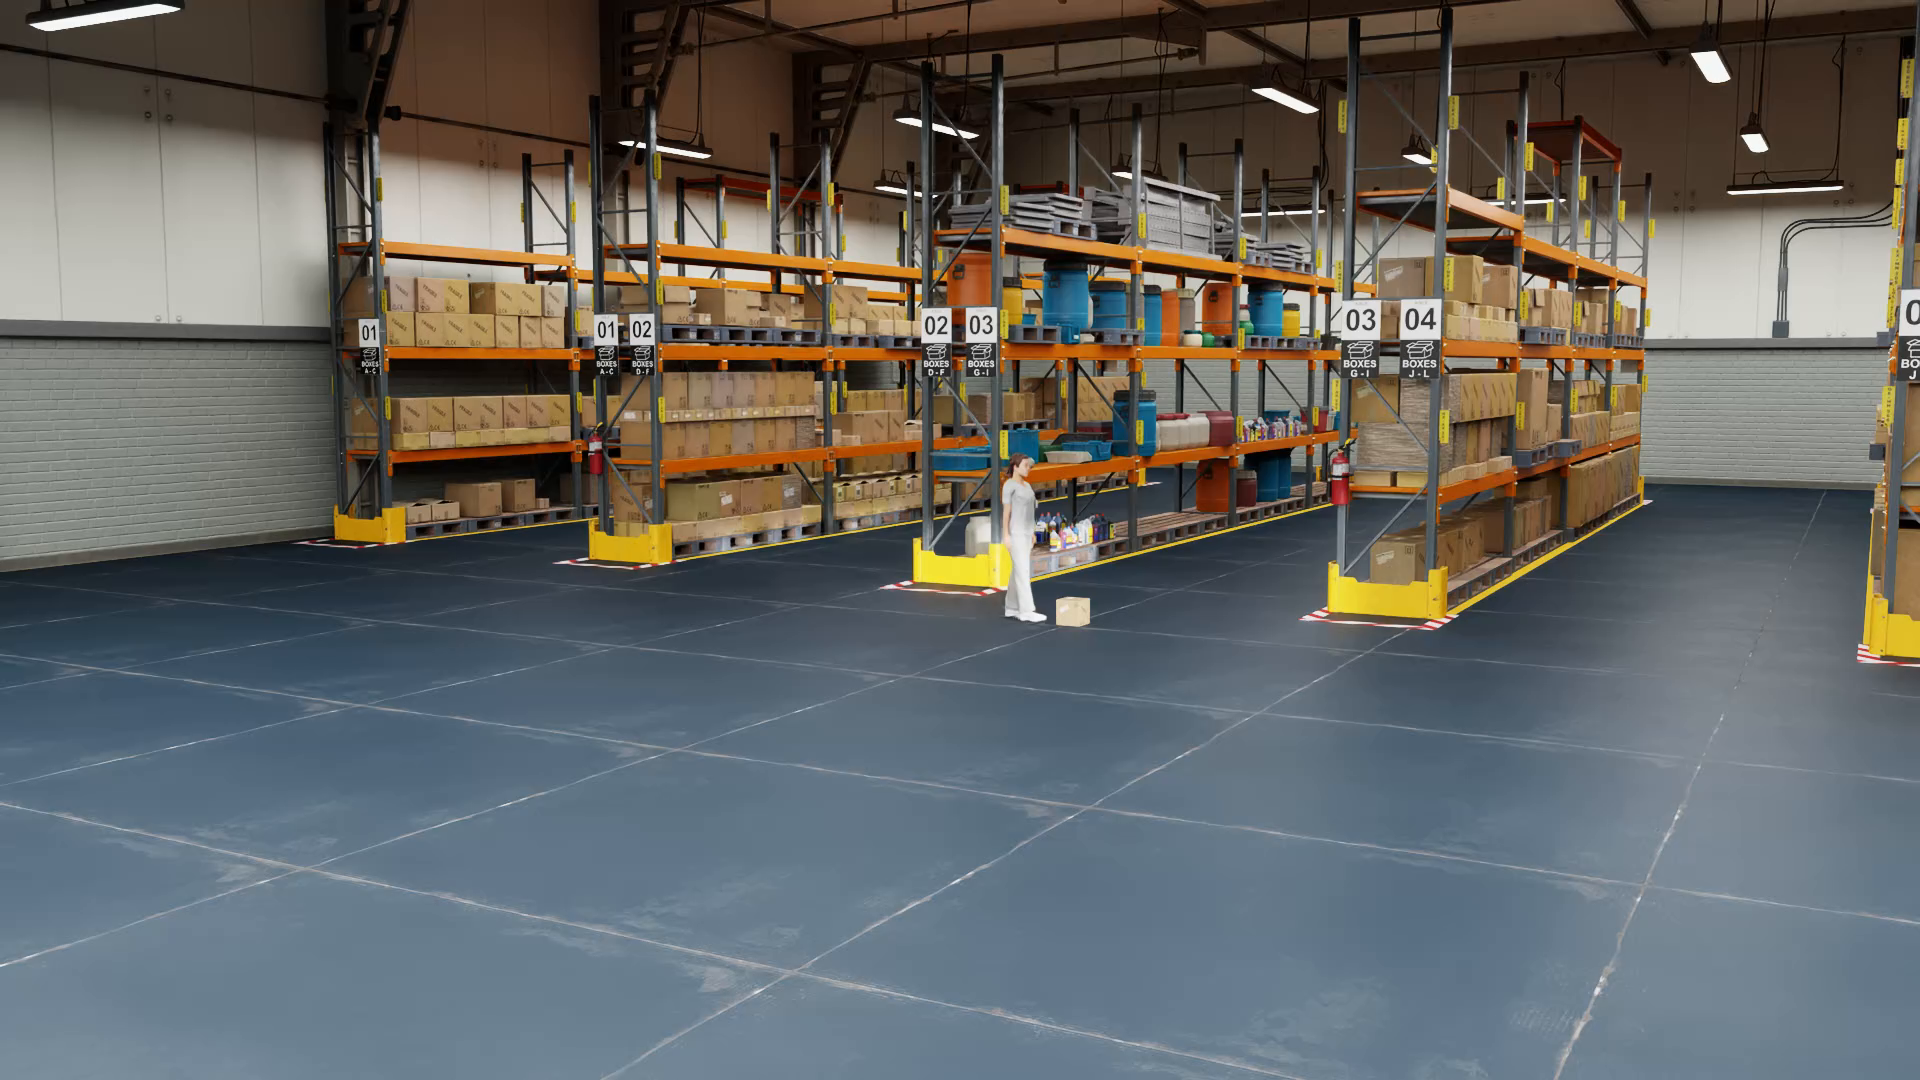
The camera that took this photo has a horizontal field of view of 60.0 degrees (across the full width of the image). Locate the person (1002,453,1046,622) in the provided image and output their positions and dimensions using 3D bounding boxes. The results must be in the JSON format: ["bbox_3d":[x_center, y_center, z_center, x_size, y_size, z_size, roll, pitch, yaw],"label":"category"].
[{"bbox_3d":[0.680,-0.033,16.580,0.613,1.667,0.479,4,7,31],"label":"person"}]
